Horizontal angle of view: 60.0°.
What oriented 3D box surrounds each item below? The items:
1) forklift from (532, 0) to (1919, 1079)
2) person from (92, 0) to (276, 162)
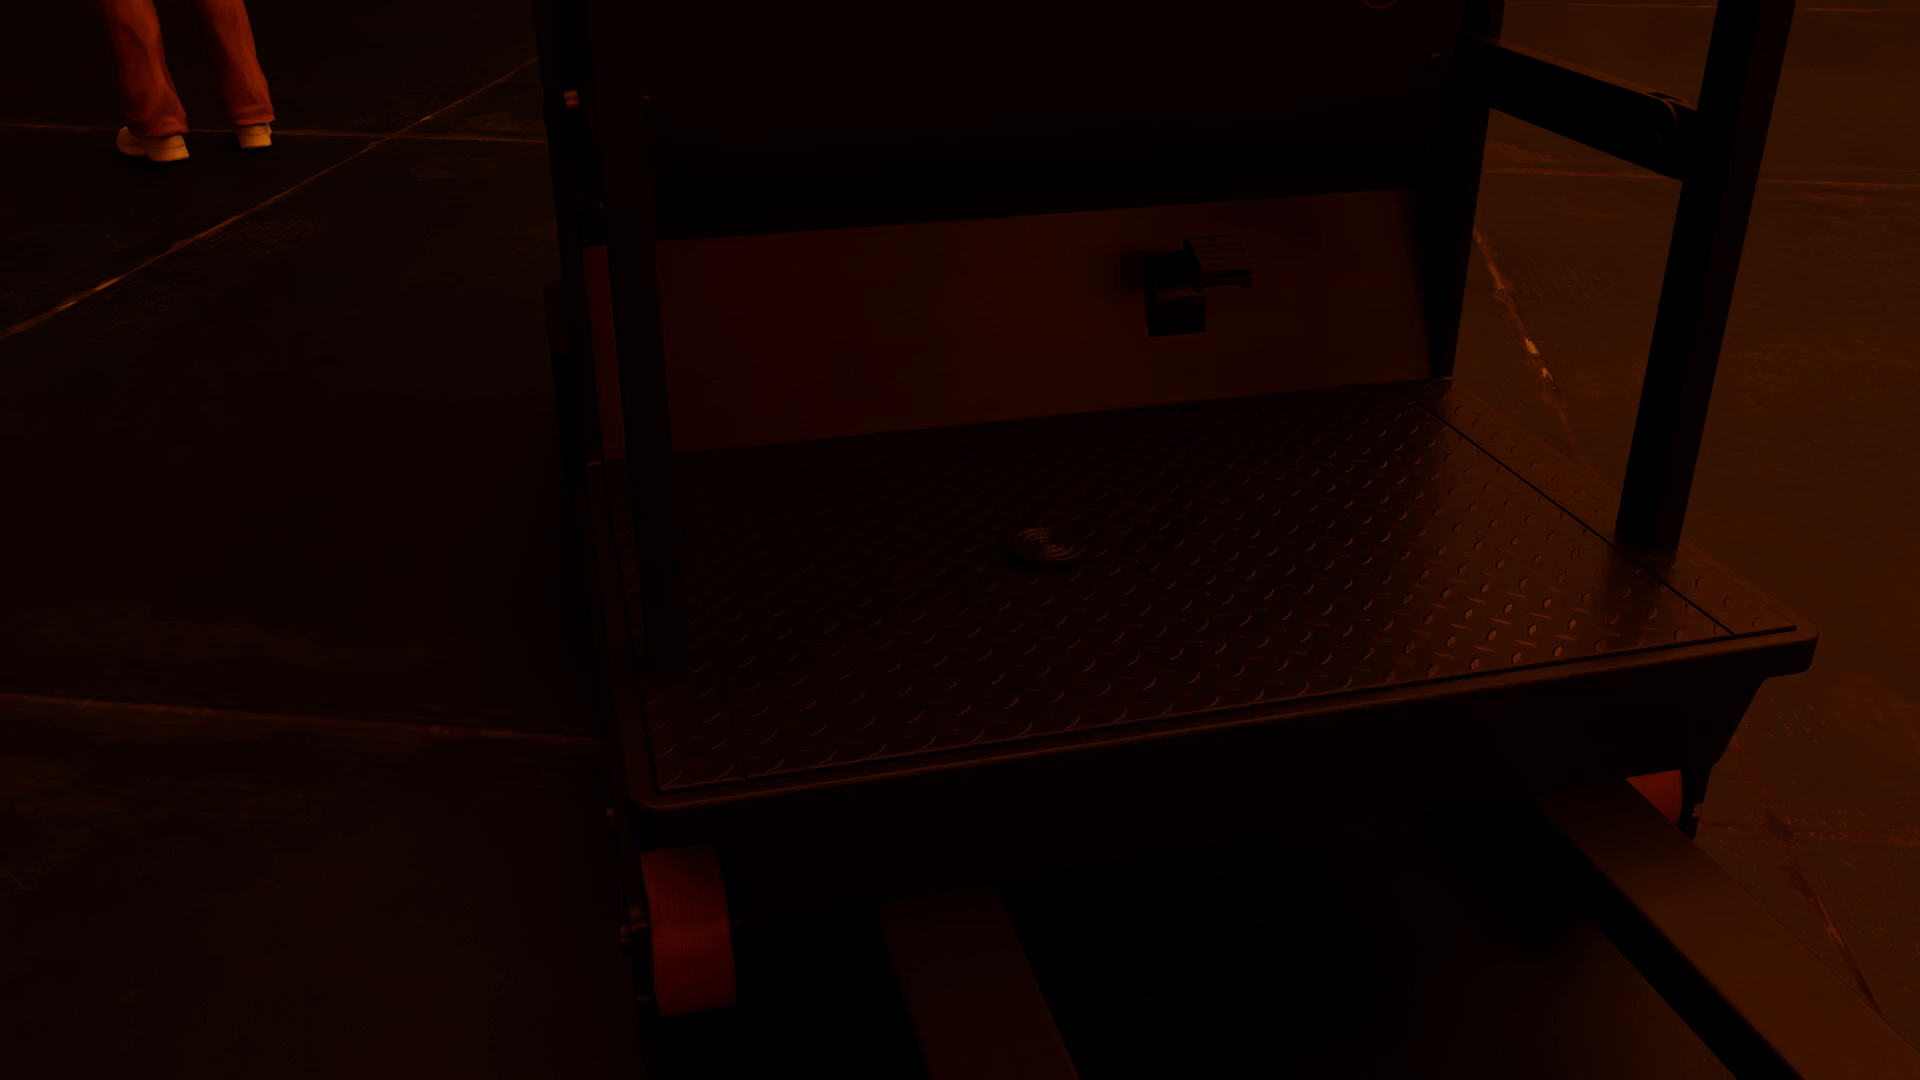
[{"bbox_3d":[0.153,-1.049,1.319,1.130,2.935,3.031,-7,27,-13],"label":"forklift"},{"bbox_3d":[-2.170,-1.848,4.331,0.511,1.673,0.354,-21,34,-36],"label":"person"}]
